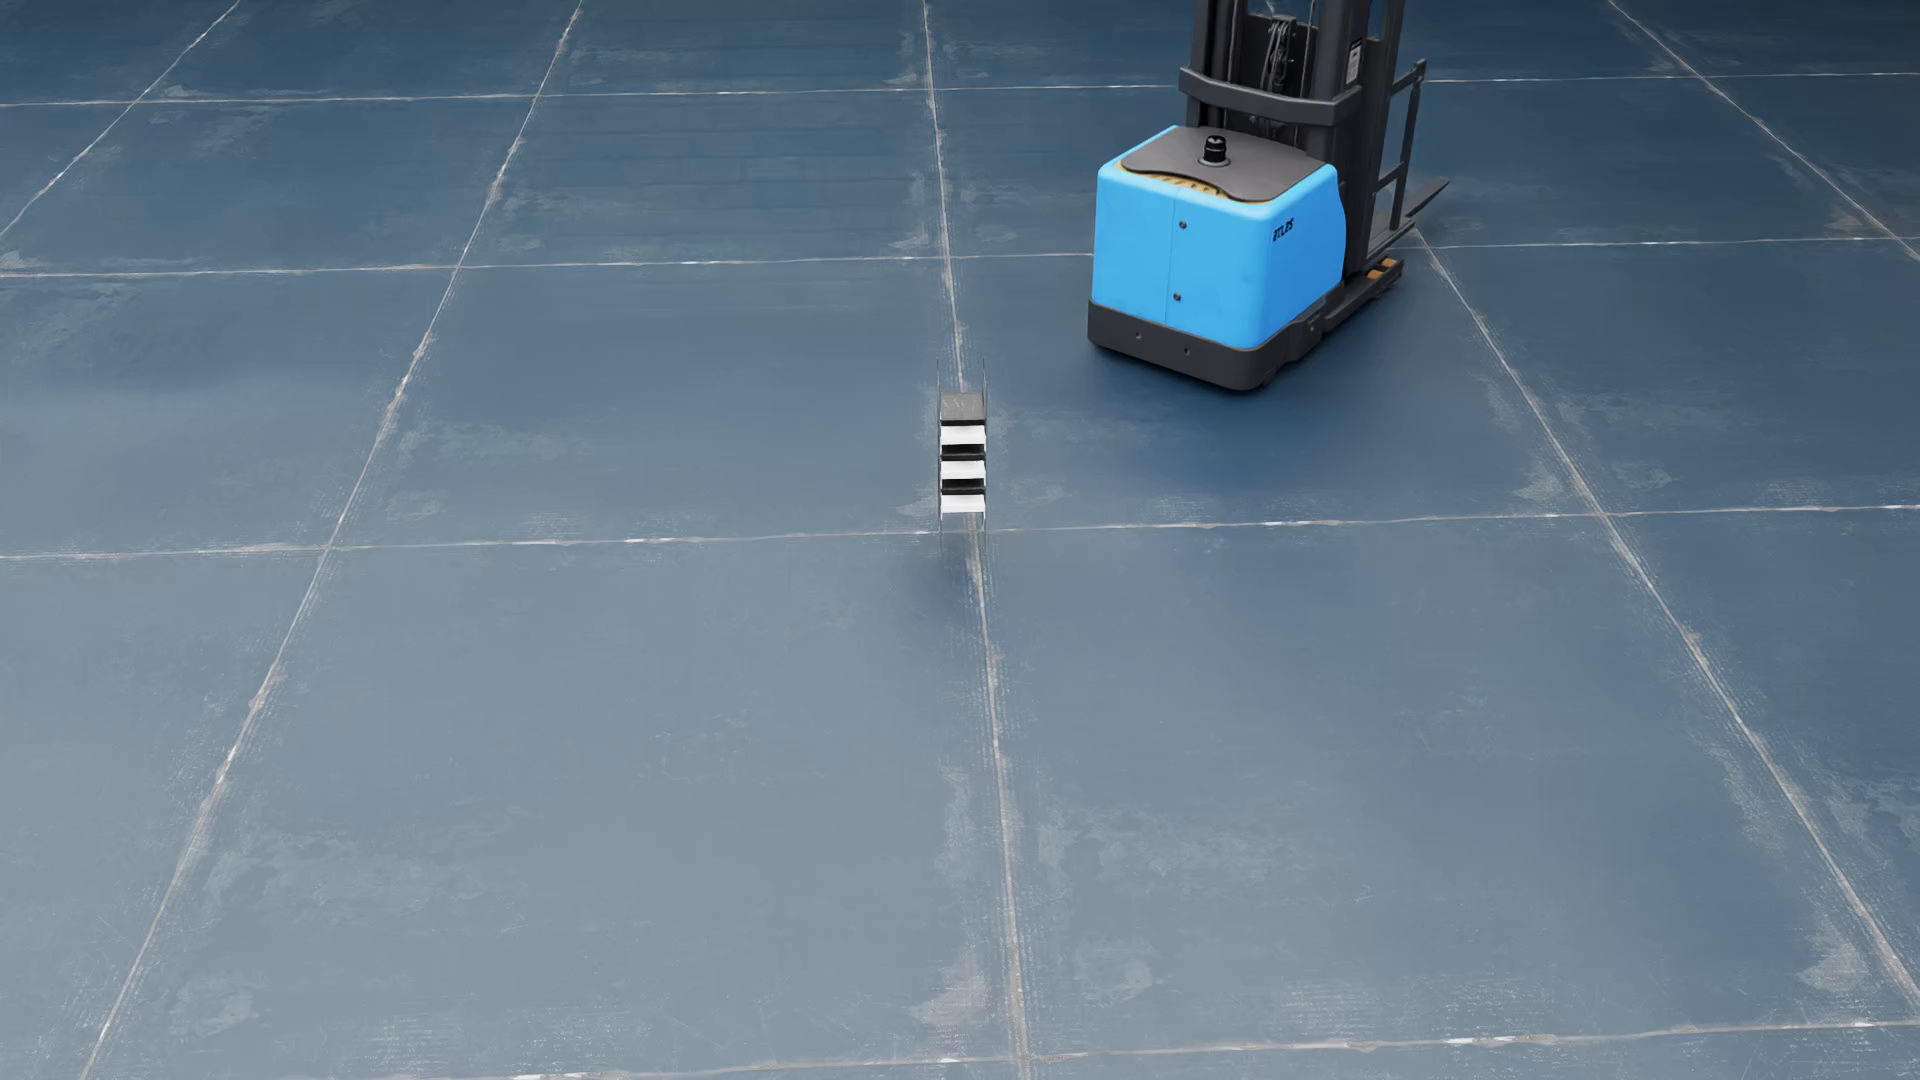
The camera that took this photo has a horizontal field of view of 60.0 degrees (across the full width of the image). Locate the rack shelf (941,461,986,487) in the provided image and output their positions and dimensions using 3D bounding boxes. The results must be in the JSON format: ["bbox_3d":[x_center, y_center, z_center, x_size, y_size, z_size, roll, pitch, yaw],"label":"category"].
[{"bbox_3d":[0.008,-0.343,7.513,0.200,0.077,0.258,-2,35,-2],"label":"rack shelf"}]

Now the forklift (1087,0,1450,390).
[{"bbox_3d":[1.990,-2.778,9.188,1.130,2.935,3.031,23,41,29],"label":"forklift"}]

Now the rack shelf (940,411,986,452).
[{"bbox_3d":[0.008,-0.491,7.411,0.200,0.077,0.258,-2,35,-2],"label":"rack shelf"}]

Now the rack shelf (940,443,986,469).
[{"bbox_3d":[0.008,-0.417,7.462,0.200,0.077,0.258,-2,35,-2],"label":"rack shelf"}]

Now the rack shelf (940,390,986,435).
[{"bbox_3d":[0.008,-0.565,7.360,0.200,0.077,0.258,-2,35,-2],"label":"rack shelf"}]

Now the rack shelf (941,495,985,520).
[{"bbox_3d":[0.008,-0.195,7.616,0.200,0.077,0.258,-2,35,-2],"label":"rack shelf"}]

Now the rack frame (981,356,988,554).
[{"bbox_3d":[0.110,-0.373,7.498,0.006,0.900,0.240,-2,35,-2],"label":"rack frame"}]

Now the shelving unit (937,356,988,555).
[{"bbox_3d":[0.008,-0.370,7.494,0.210,0.900,0.258,-2,35,-2],"label":"shelving unit"}]

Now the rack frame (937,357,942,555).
[{"bbox_3d":[-0.093,-0.367,7.490,0.006,0.900,0.240,-2,35,-2],"label":"rack frame"}]

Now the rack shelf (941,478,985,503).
[{"bbox_3d":[0.008,-0.269,7.564,0.200,0.077,0.258,-2,35,-2],"label":"rack shelf"}]
